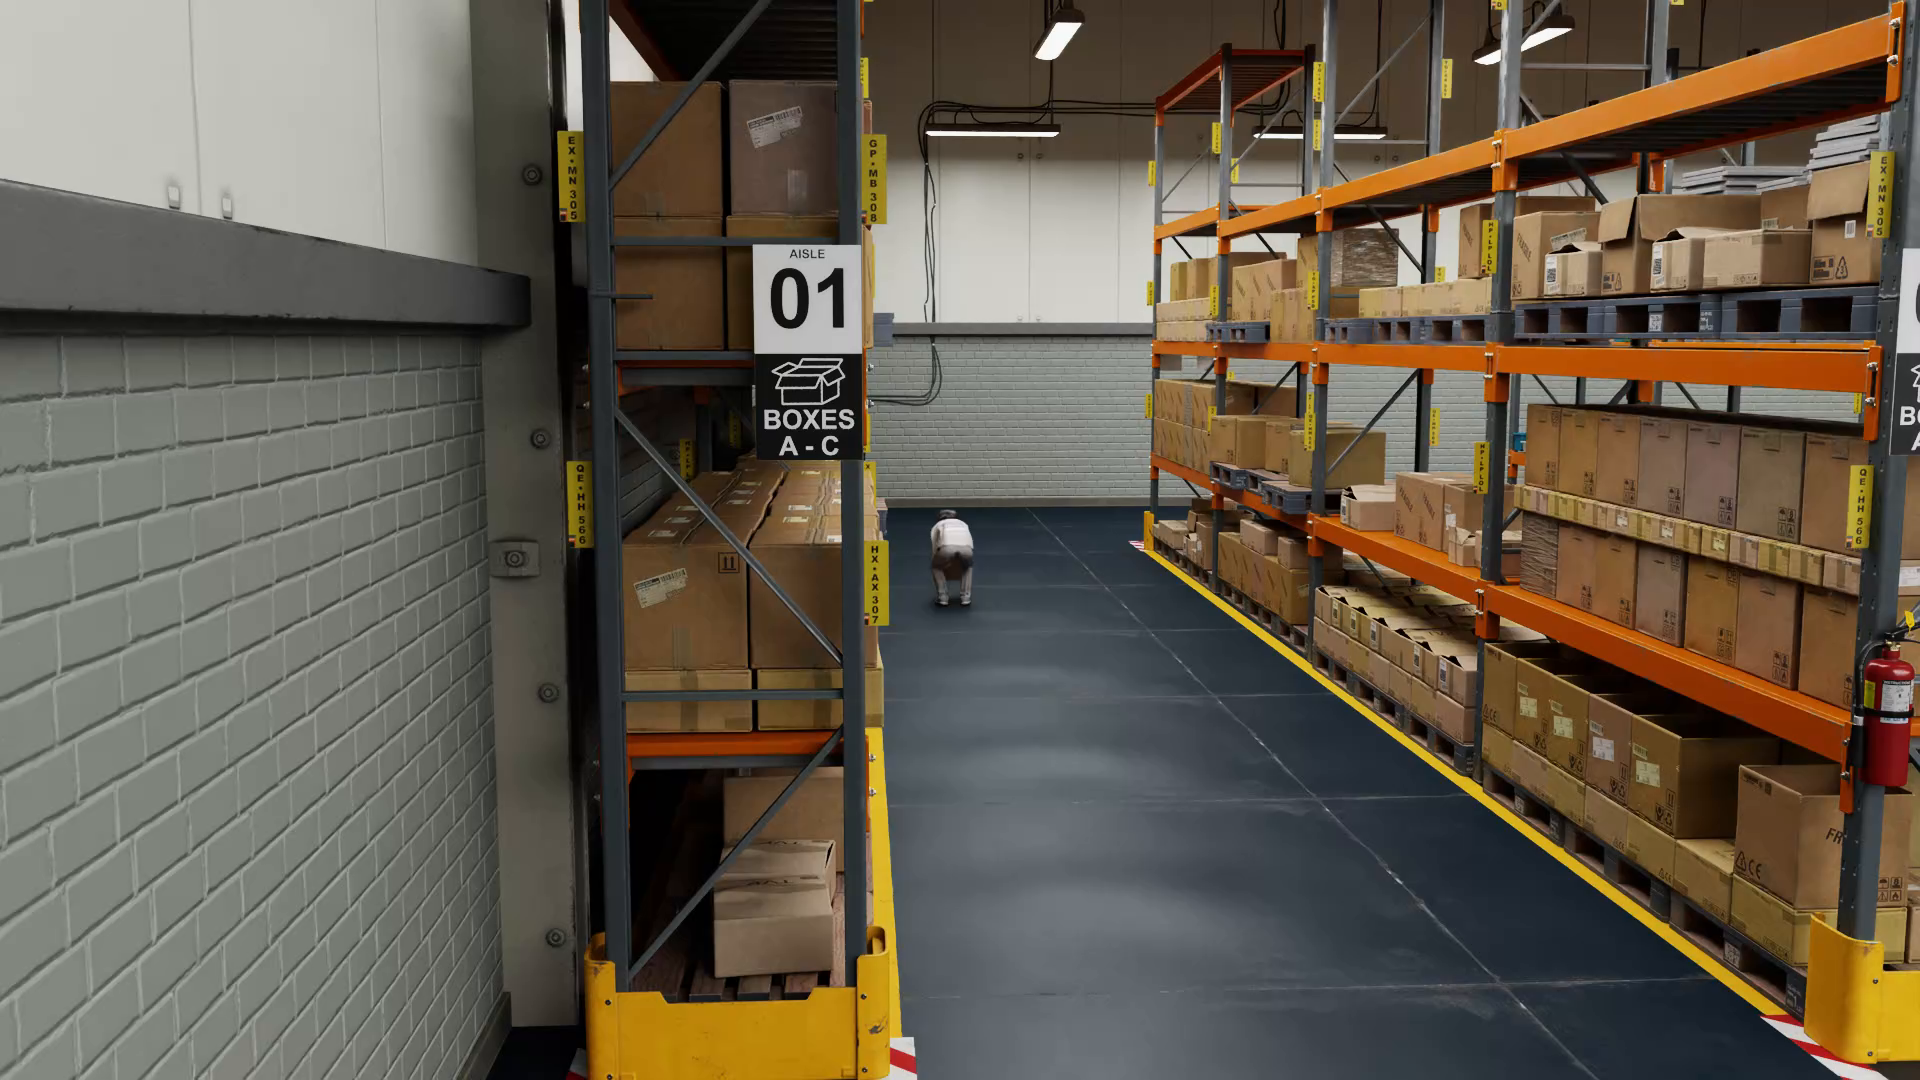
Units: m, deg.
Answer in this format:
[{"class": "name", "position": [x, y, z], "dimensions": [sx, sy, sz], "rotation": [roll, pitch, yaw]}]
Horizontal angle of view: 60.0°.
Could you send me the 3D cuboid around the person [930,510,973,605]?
[{"class": "person", "position": [-0.090, 0.191, 18.039], "dimensions": [0.468, 0.978, 0.912], "rotation": [-1, 7, -7]}]
